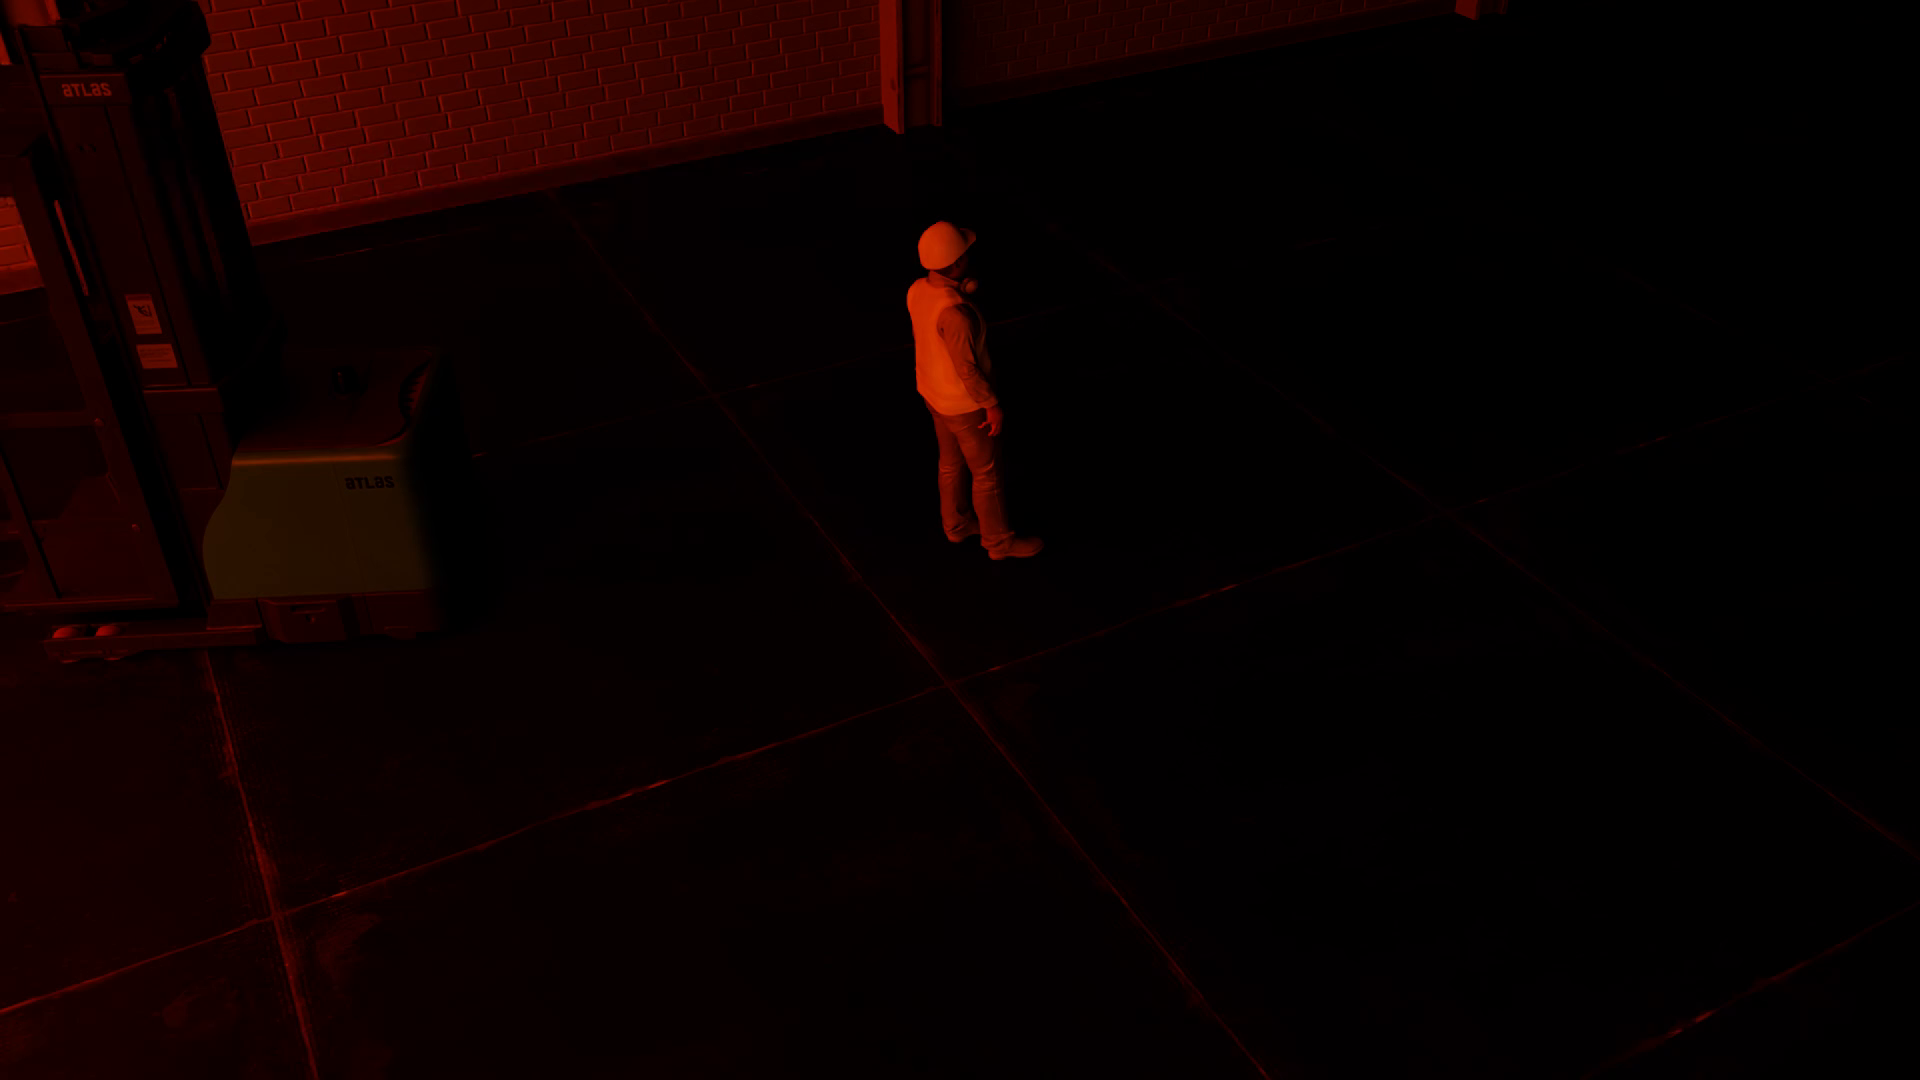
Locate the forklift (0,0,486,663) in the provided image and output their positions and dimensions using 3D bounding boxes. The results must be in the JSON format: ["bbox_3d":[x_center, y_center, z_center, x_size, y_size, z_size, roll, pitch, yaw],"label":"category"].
[{"bbox_3d":[-3.958,-0.938,7.449,3.031,2.935,1.130,-3,35,-4],"label":"forklift"}]

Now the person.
[{"bbox_3d":[0.058,-0.743,8.164,0.568,1.773,0.632,-17,39,-23],"label":"person"}]
